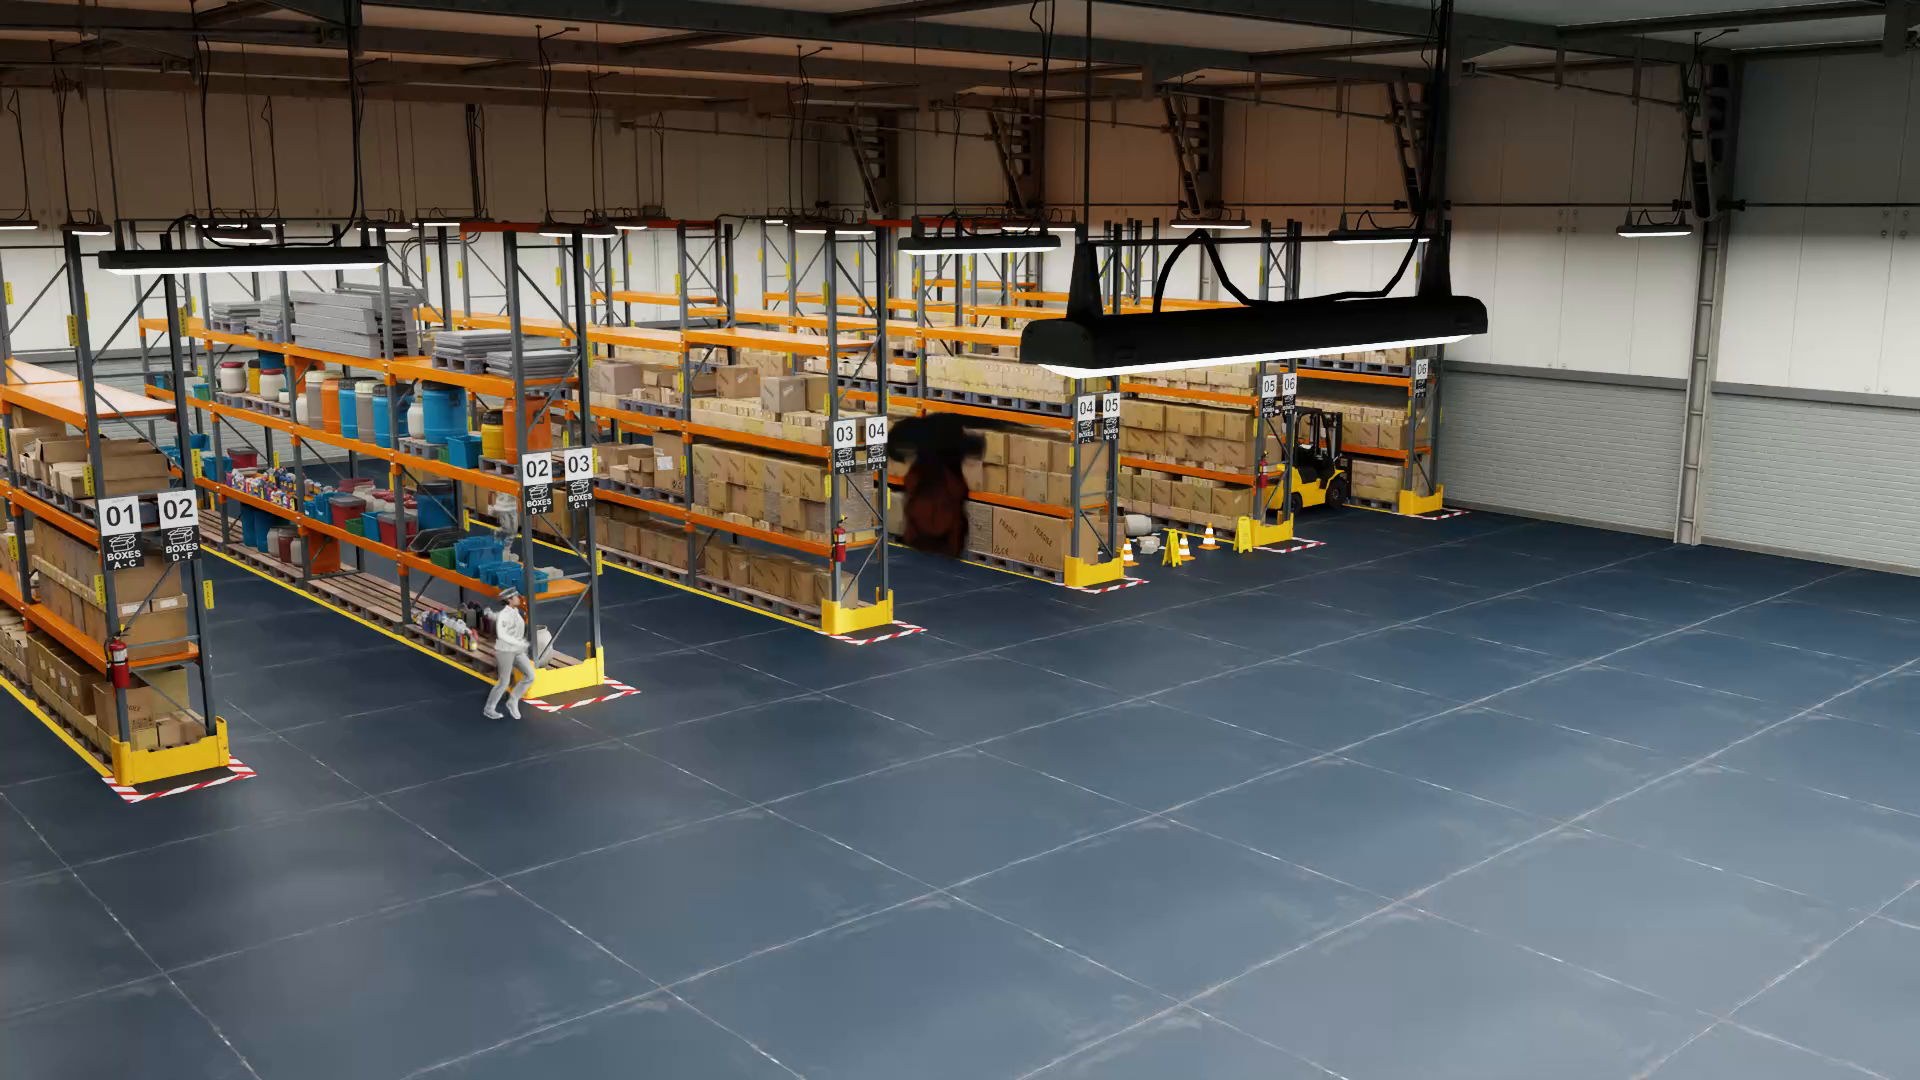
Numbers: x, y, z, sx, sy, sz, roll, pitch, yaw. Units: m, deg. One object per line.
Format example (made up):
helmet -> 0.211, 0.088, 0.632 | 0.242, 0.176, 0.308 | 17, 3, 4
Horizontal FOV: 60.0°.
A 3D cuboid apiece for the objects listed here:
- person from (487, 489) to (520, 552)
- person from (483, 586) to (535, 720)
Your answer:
person -> -8.251, -0.580, 30.299 | 0.650, 1.650, 0.678 | 8, 14, 36
person -> -5.605, 1.396, 20.739 | 0.631, 1.666, 0.635 | 2, 12, 12
